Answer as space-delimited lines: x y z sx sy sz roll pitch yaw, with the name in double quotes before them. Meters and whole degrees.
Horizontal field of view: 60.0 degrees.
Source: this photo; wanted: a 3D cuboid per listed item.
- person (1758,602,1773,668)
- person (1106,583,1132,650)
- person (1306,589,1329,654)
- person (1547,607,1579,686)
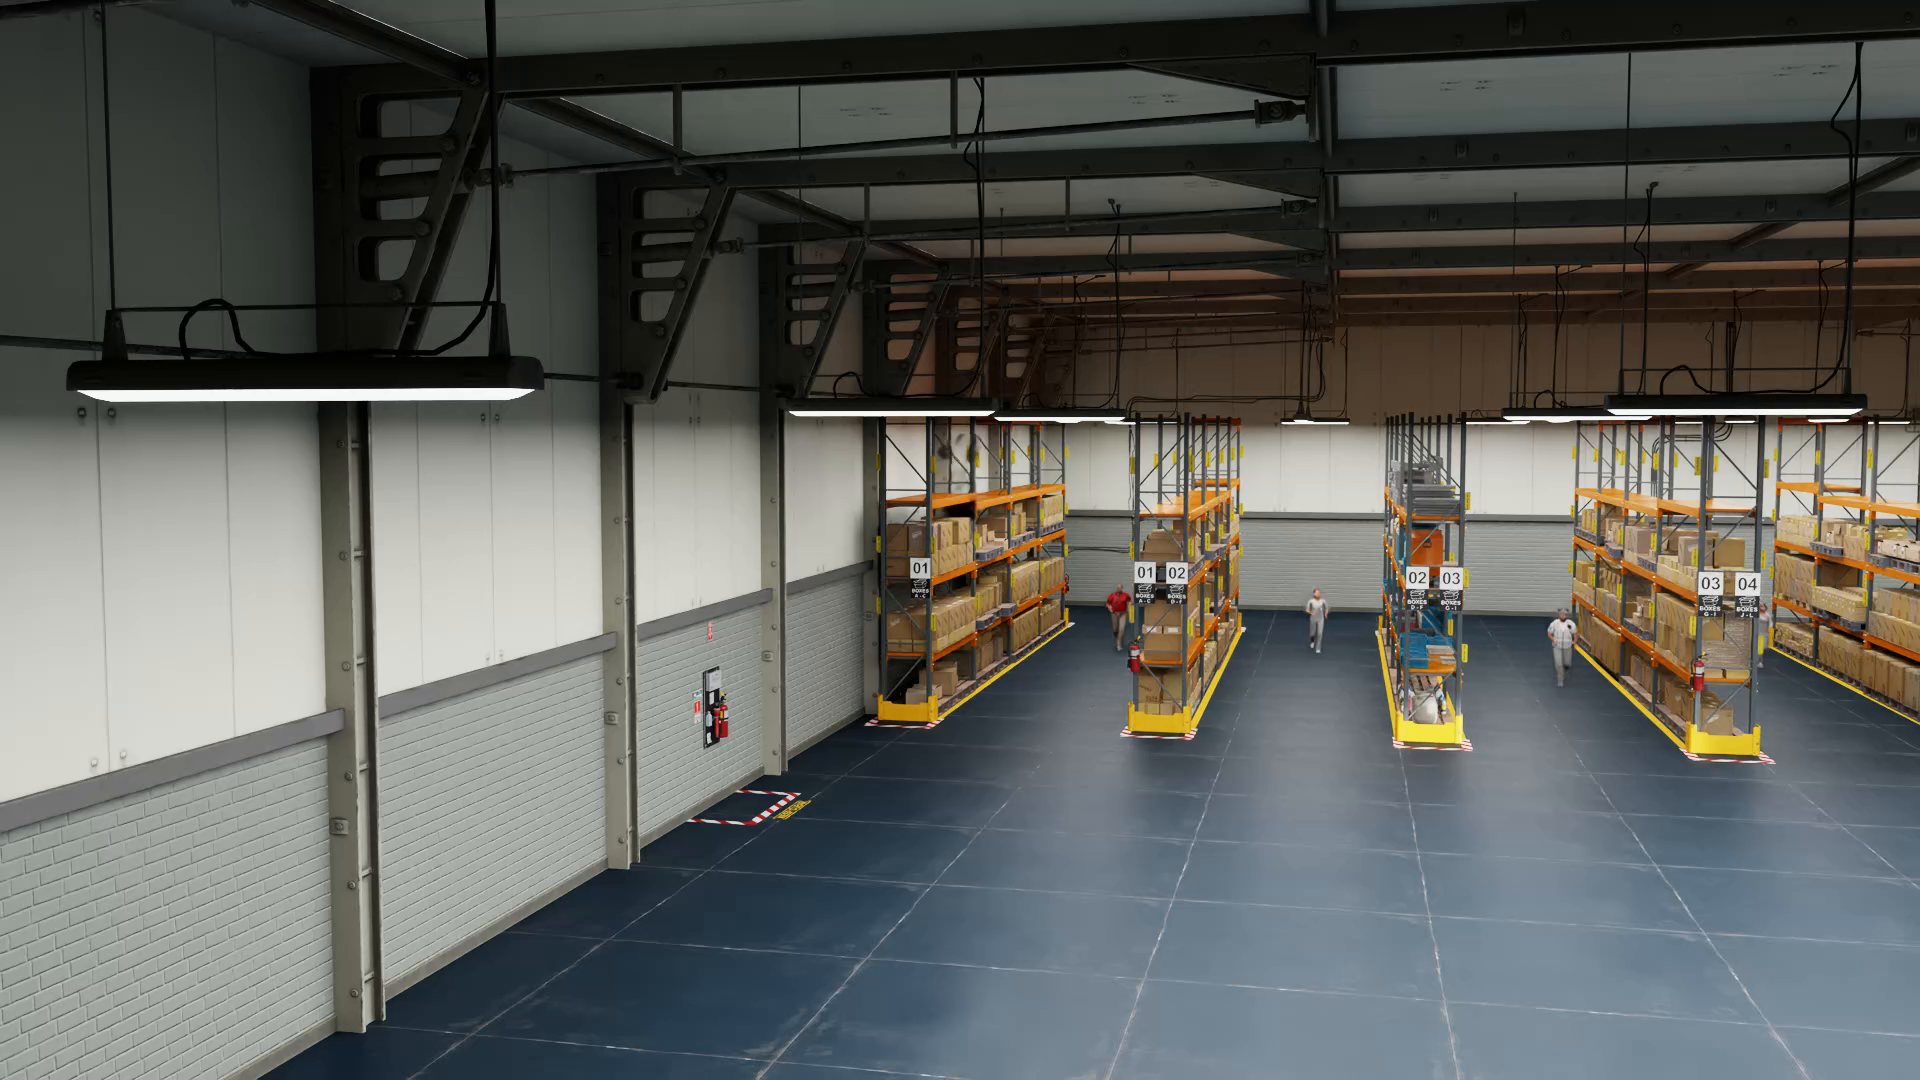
"person" 19.121 2.266 39.669 0.533 1.554 0.543 1 4 10
"person" 4.129 1.986 43.097 0.672 1.735 0.755 0 4 4
"person" 9.090 2.048 42.280 0.574 1.628 0.758 0 4 7
"person" 13.404 2.363 36.990 0.665 1.746 0.577 1 4 18
